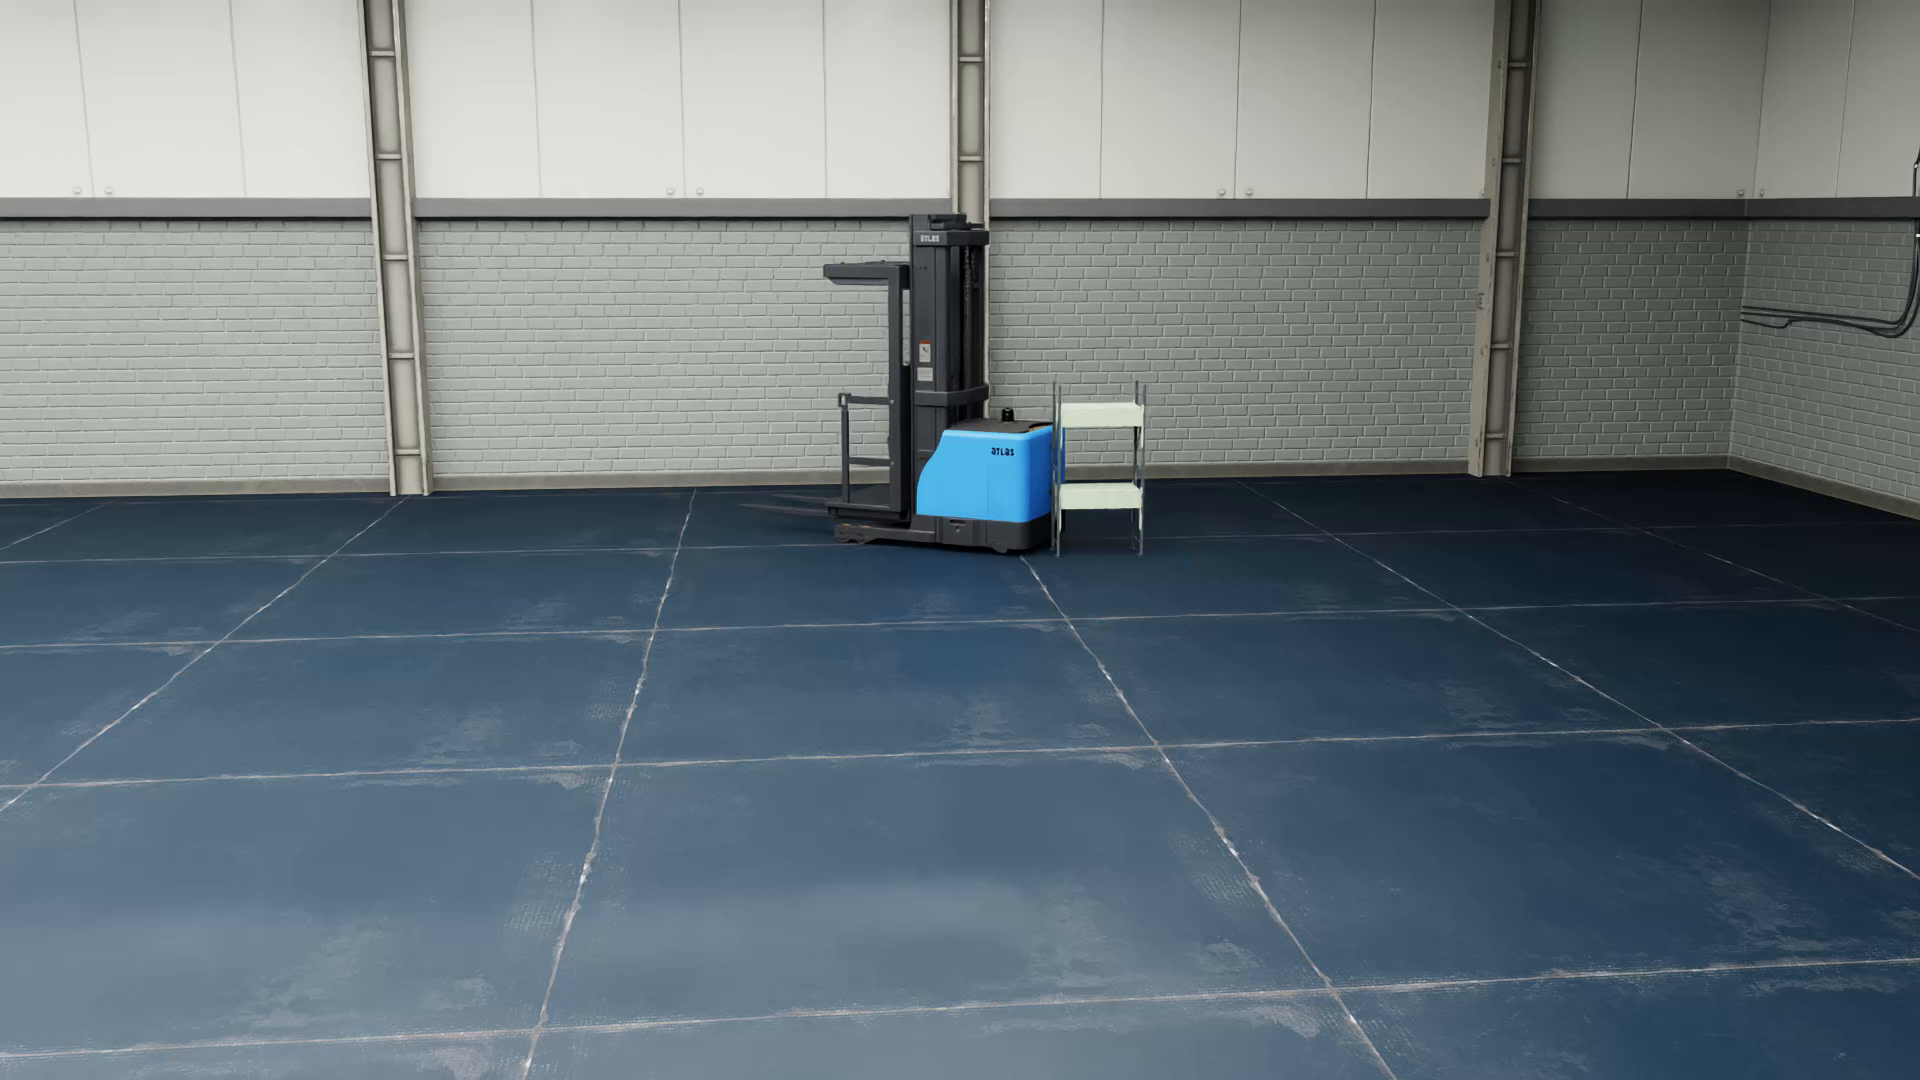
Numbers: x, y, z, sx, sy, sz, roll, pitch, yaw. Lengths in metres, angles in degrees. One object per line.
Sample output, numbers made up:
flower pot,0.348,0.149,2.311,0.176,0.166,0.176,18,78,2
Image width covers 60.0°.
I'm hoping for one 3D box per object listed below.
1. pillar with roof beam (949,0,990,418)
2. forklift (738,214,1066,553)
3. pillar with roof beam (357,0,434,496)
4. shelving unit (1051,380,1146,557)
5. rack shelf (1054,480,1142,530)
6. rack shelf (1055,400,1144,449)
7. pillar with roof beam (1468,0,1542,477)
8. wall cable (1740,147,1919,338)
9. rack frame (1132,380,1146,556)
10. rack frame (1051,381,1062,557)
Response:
pillar with roof beam,0.568,-4.217,13.372,0.400,9.000,9.100,-1,11,-6
forklift,-0.590,-1.490,15.229,3.031,2.935,1.130,5,12,24
pillar with roof beam,-5.397,-4.092,12.737,0.400,9.000,9.100,-1,11,-6
shelving unit,1.206,-0.629,14.561,0.755,1.500,0.431,-1,11,-5
rack shelf,1.206,-0.309,14.624,0.720,0.370,0.431,-1,11,-5
rack shelf,1.206,-1.012,14.486,0.720,0.370,0.431,-1,11,-5
pillar with roof beam,6.533,-4.342,14.008,0.400,9.000,9.100,-1,11,-6
wall cable,9.139,-3.452,17.529,0.112,2.526,3.097,-1,11,-6
rack frame,1.570,-0.635,14.590,0.023,1.500,0.400,-1,11,-5
rack frame,0.841,-0.623,14.532,0.023,1.500,0.400,-1,11,-5
